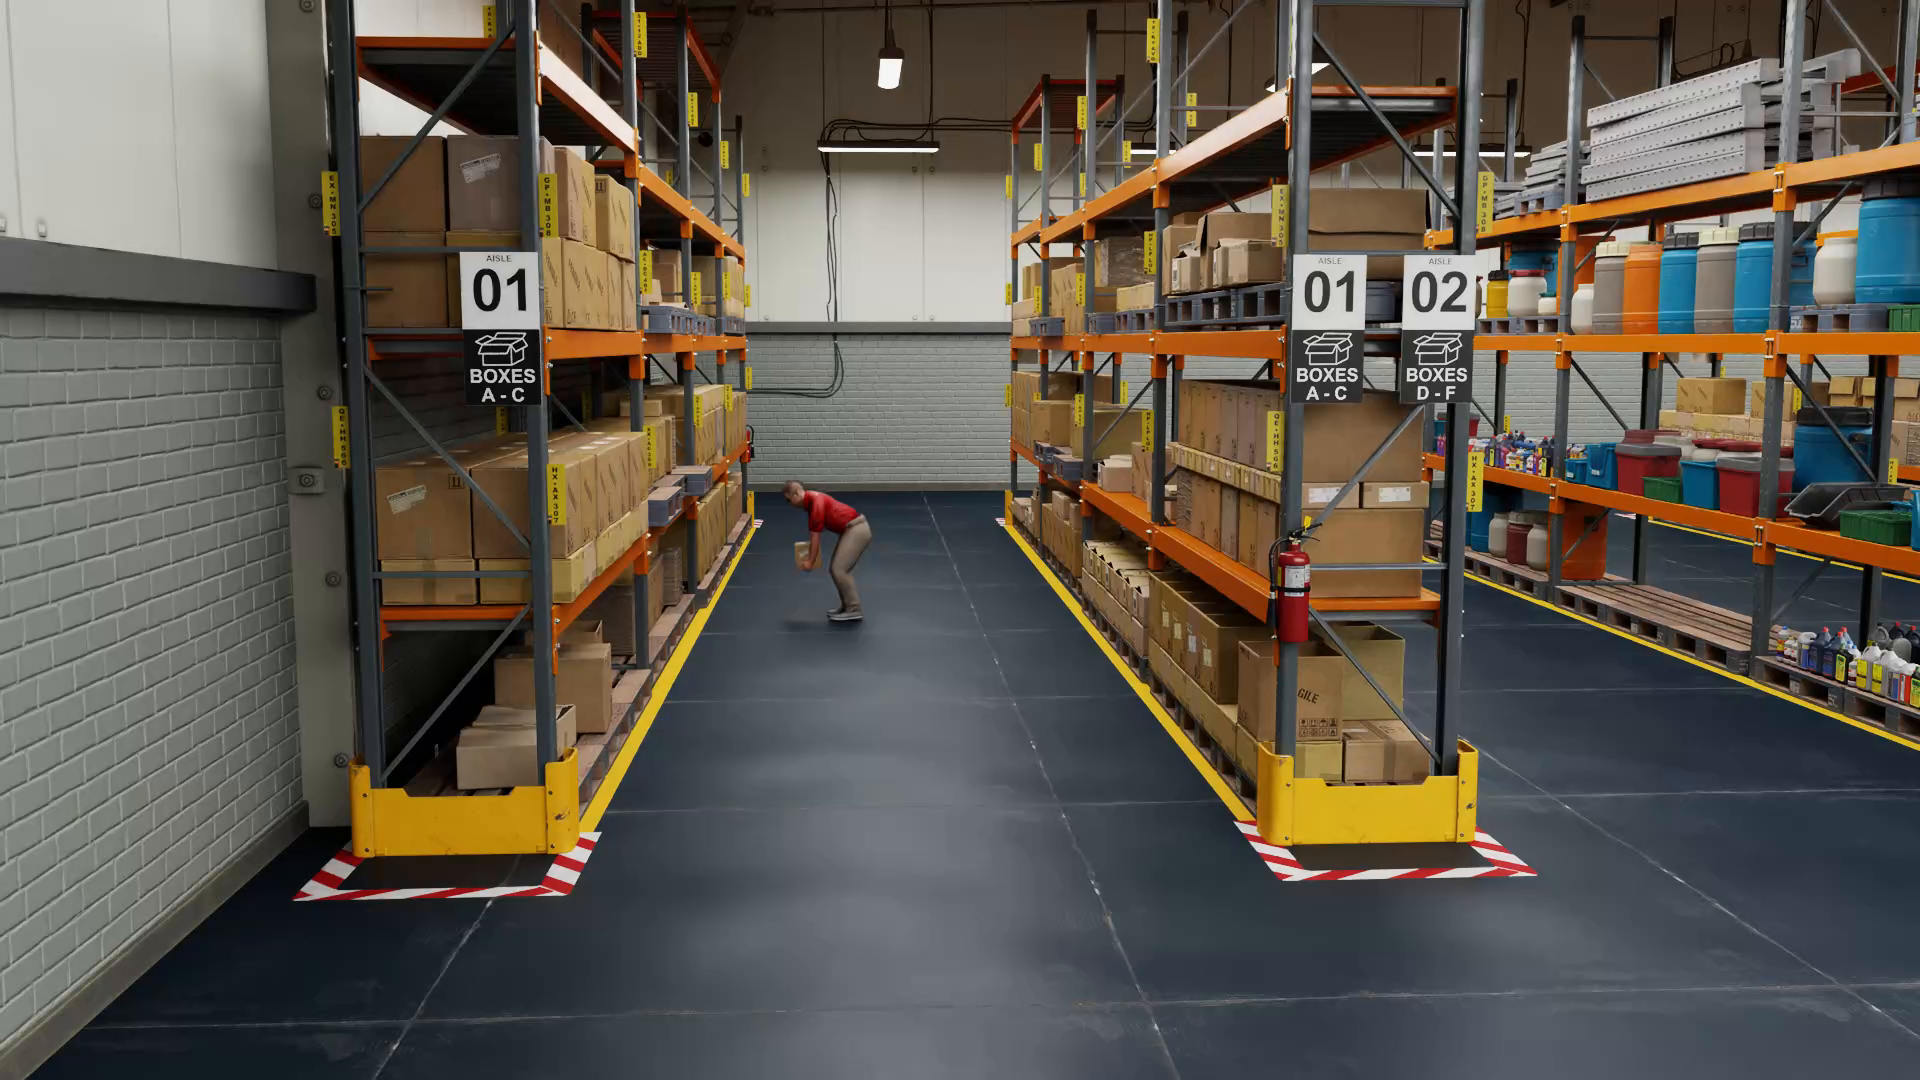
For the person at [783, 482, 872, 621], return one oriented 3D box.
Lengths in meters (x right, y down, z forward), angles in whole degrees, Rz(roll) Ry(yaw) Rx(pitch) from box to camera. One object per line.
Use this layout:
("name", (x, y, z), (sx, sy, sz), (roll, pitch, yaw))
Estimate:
("person", (-1.309, 0.103, 16.480), (0.867, 1.372, 0.479), (-1, 7, -5))
